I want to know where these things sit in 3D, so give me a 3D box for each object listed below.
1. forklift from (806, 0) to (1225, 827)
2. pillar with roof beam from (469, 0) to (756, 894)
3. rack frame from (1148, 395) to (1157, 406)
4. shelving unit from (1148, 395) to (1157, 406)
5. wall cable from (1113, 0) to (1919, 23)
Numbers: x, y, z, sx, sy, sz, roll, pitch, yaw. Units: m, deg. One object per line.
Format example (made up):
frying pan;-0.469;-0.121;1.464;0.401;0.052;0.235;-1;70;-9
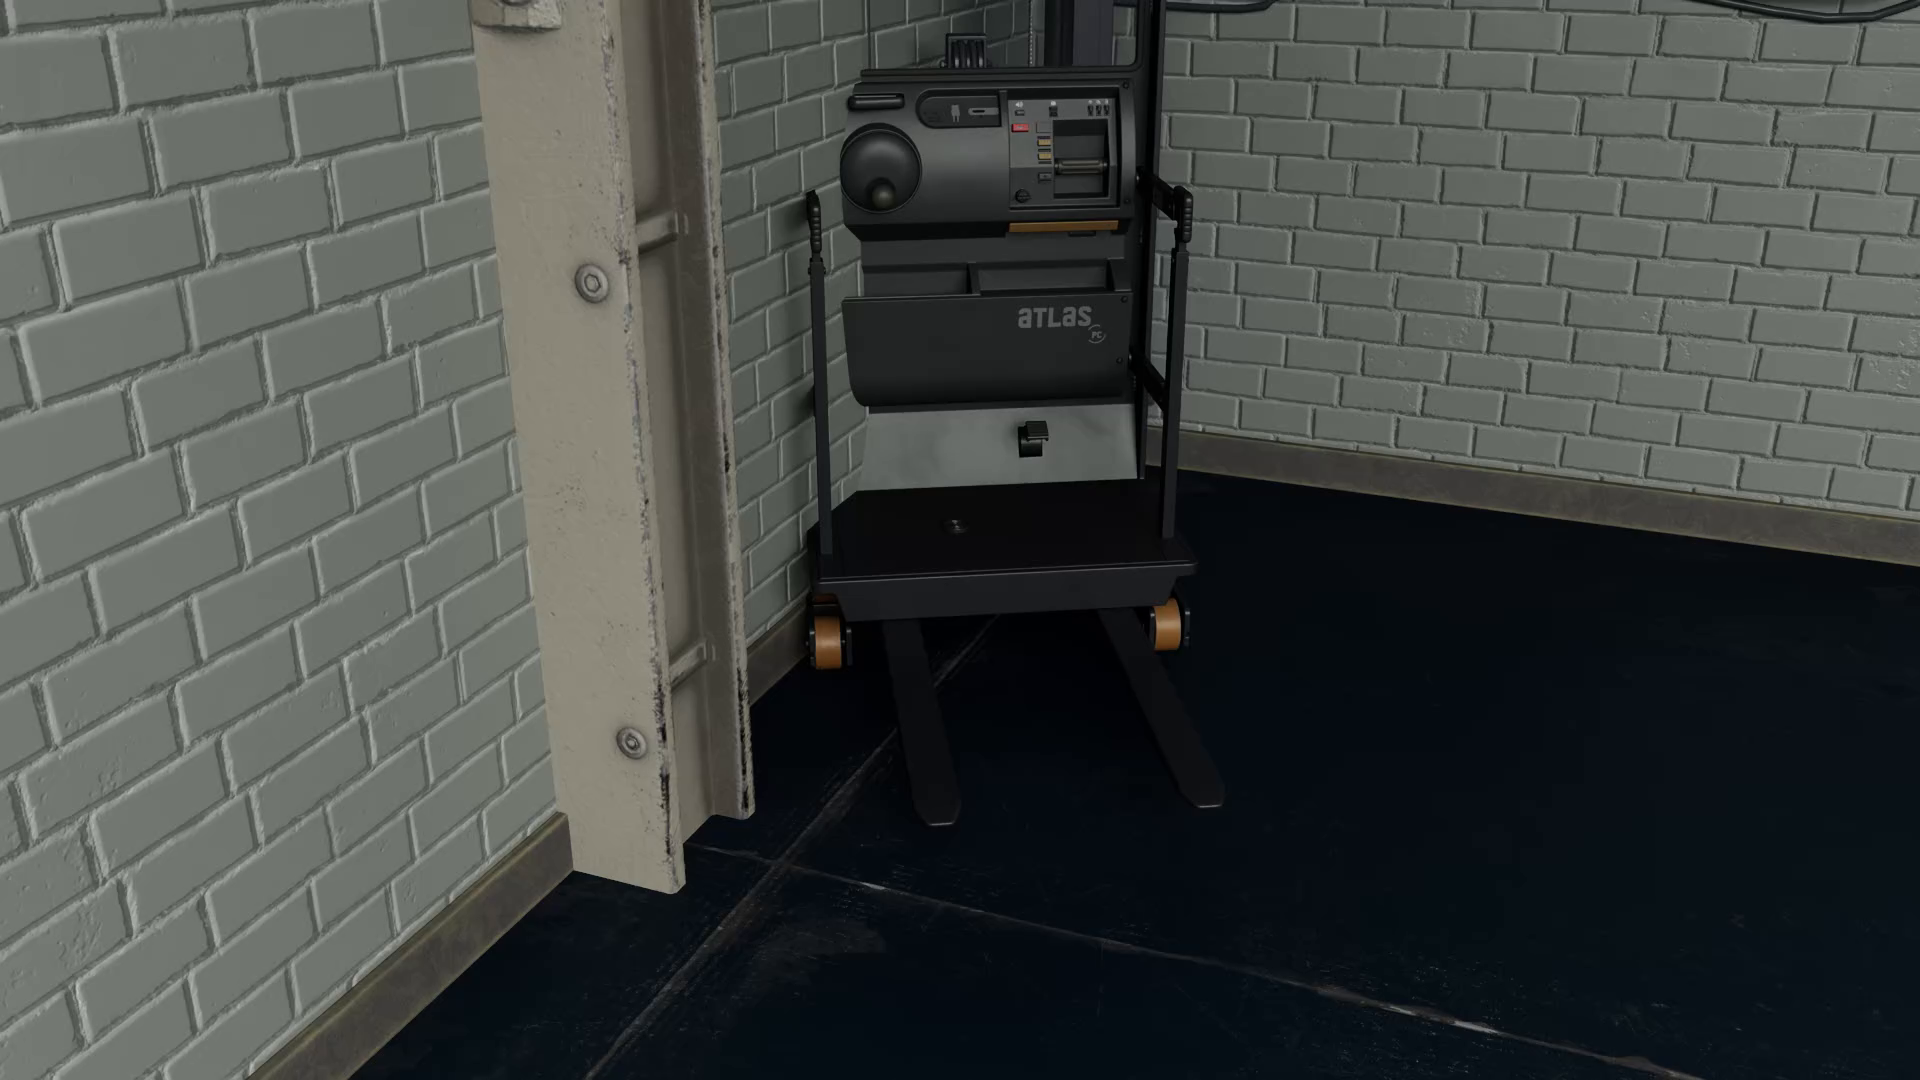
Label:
forklift;0.076;-1.113;4.612;1.130;2.935;3.031;-3;23;-6
pillar with roof beam;3.274;-2.817;0.819;9.100;9.000;0.400;9;24;20
rack frame;0.613;-0.361;6.404;1.500;0.400;0.023;-20;47;-31
shelving unit;0.402;-0.570;6.617;1.500;0.431;0.755;-20;47;-31
wall cable;1.599;-2.866;4.964;3.097;2.526;0.112;9;24;20
